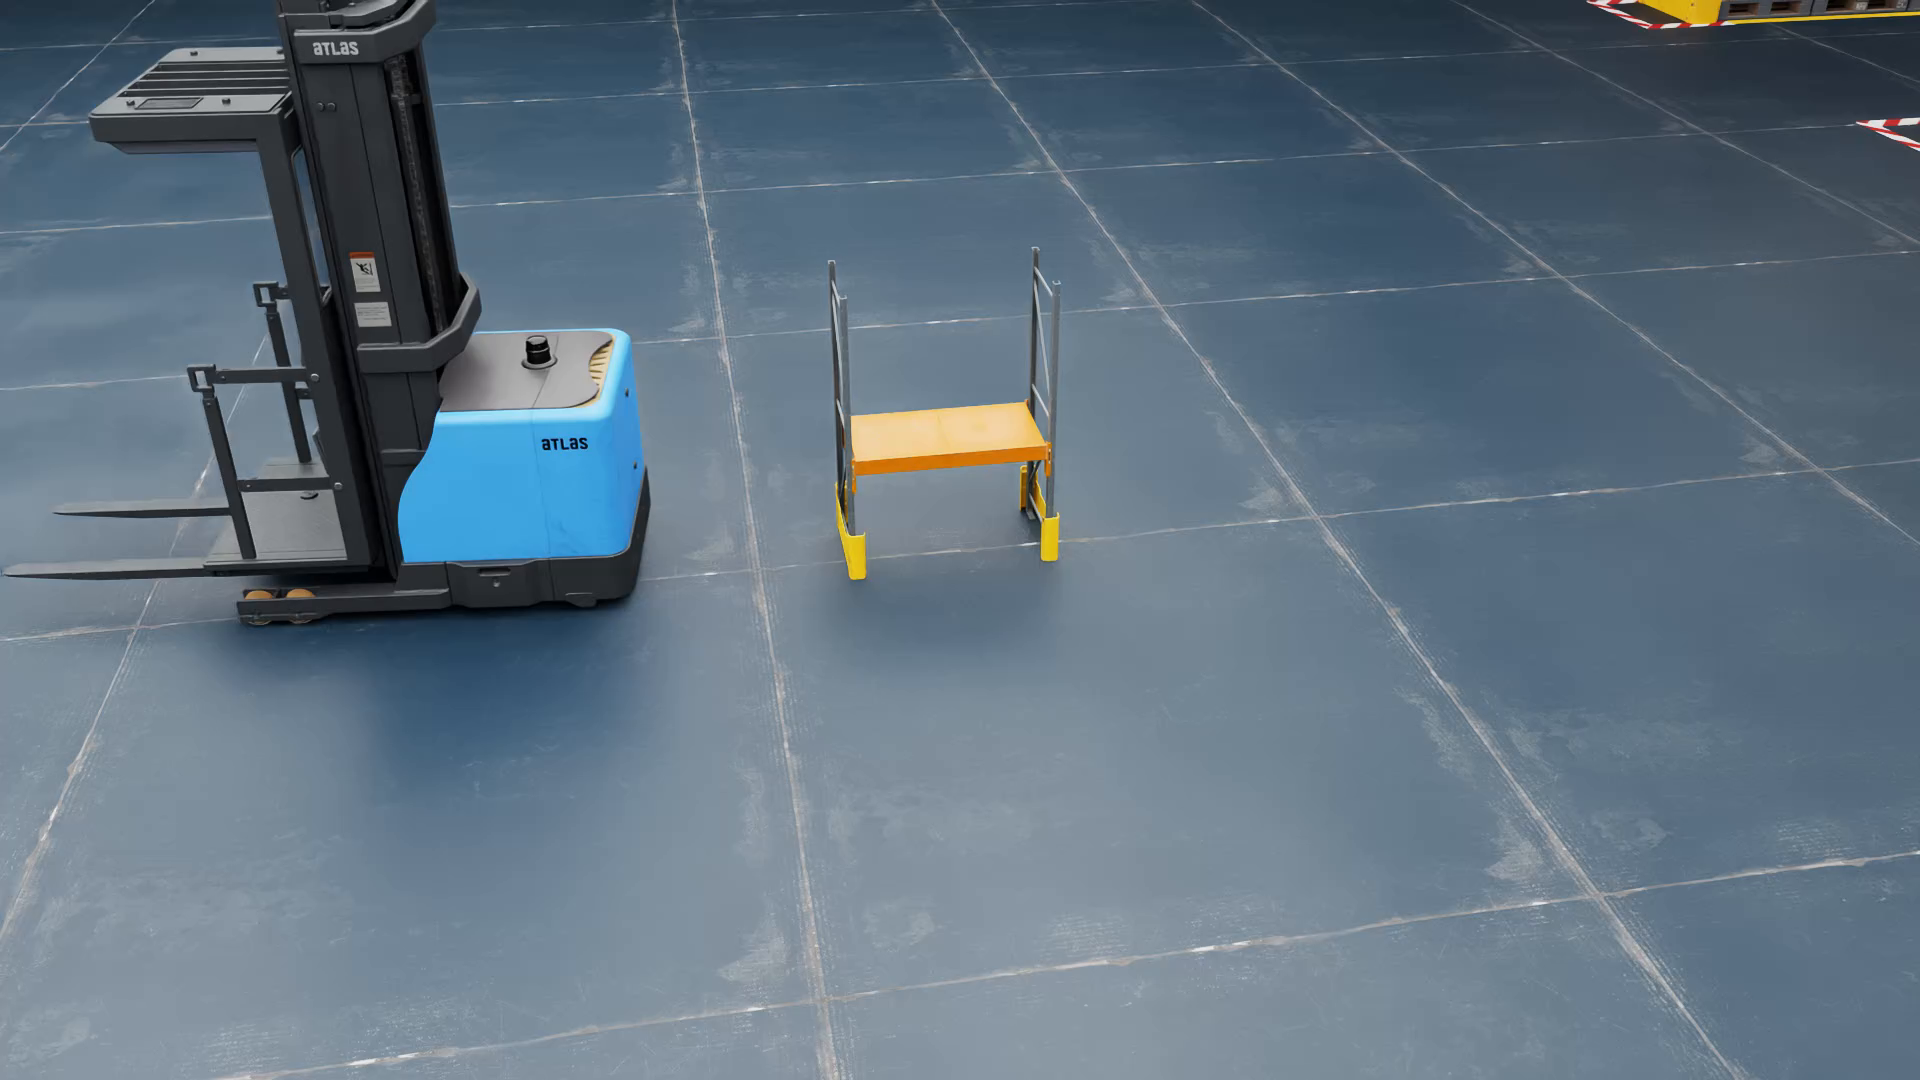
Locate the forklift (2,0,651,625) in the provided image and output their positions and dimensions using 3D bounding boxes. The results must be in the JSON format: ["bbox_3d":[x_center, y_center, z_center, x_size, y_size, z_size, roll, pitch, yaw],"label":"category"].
[{"bbox_3d":[-3.144,-1.129,7.779,3.031,2.935,1.130,-2,31,-3],"label":"forklift"}]

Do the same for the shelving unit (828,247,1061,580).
[{"bbox_3d":[-0.075,-0.640,8.358,1.083,1.500,0.587,-5,31,-9],"label":"shelving unit"}]

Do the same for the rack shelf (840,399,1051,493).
[{"bbox_3d":[-0.084,-0.484,8.448,1.000,0.185,0.538,-5,31,-9],"label":"rack shelf"}]

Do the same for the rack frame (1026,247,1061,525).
[{"bbox_3d":[0.416,-0.685,8.436,0.032,1.500,0.500,-5,31,-9],"label":"rack frame"}]

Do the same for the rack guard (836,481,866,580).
[{"bbox_3d":[-0.565,-0.055,8.597,0.087,0.250,0.587,-5,31,-9],"label":"rack guard"}]

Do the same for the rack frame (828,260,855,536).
[{"bbox_3d":[-0.584,-0.592,8.278,0.032,1.500,0.500,-5,31,-9],"label":"rack frame"}]

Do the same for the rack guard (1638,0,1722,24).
[{"bbox_3d":[8.204,-6.264,18.910,0.348,0.500,1.175,-5,31,-9],"label":"rack guard"}]

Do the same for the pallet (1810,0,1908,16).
[{"bbox_3d":[10.169,-6.343,19.328,1.213,0.211,1.003,-5,31,-9],"label":"pallet"}]

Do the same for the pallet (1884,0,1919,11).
[{"bbox_3d":[11.372,-6.456,19.521,1.213,0.211,1.003,-5,31,-9],"label":"pallet"}]

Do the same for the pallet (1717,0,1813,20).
[{"bbox_3d":[8.972,-6.233,19.142,1.213,0.211,1.003,-5,31,-9],"label":"pallet"}]

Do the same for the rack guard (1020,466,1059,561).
[{"bbox_3d":[0.415,-0.146,8.752,0.087,0.250,0.587,-5,31,-9],"label":"rack guard"}]
